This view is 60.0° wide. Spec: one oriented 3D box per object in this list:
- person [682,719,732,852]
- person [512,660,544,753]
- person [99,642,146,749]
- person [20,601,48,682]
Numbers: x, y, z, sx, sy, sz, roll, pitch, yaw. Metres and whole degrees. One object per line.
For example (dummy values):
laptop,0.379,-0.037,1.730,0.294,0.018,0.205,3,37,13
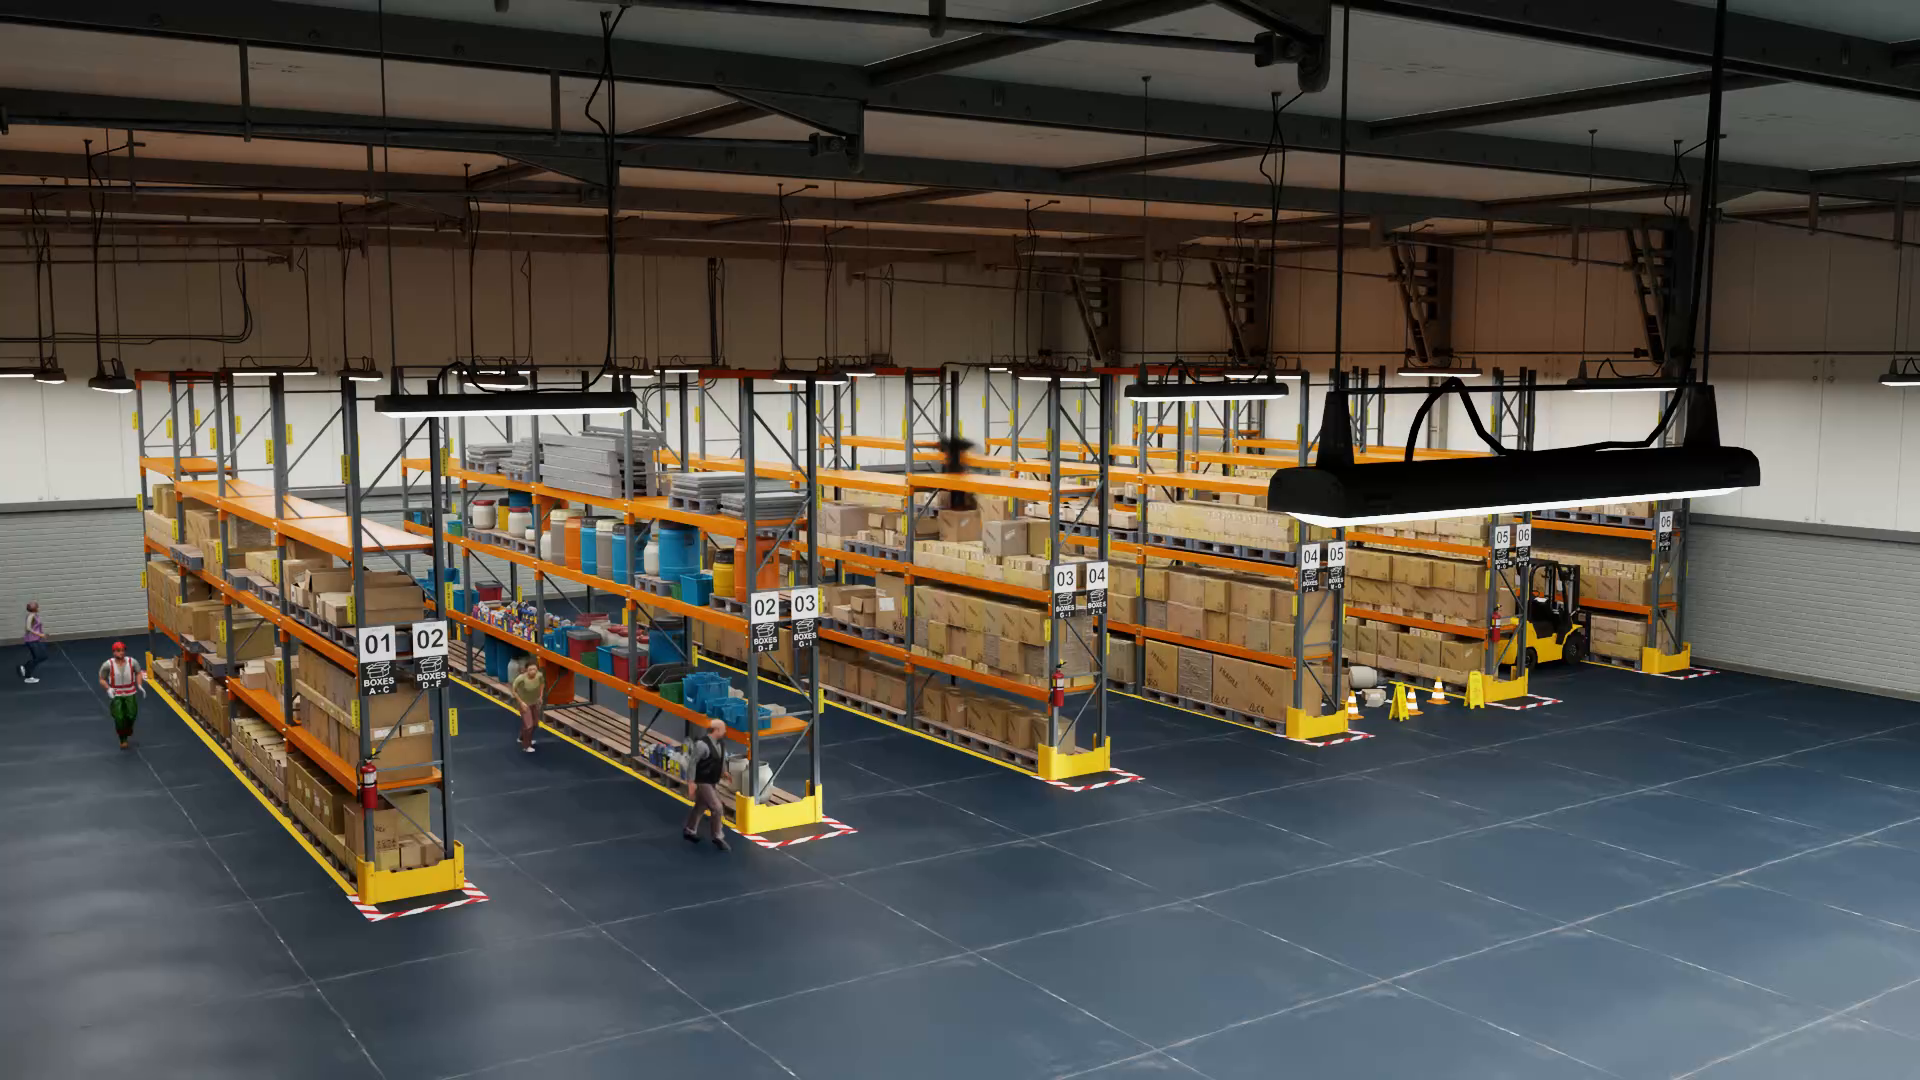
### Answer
person,-3.269,3.156,21.207,0.765,1.602,0.640,3,7,23
person,-6.866,2.601,26.379,0.818,1.529,0.625,5,8,40
person,-13.410,2.473,26.631,0.659,1.729,0.644,-4,8,-33
person,-17.900,1.965,32.141,0.500,1.510,0.574,-2,7,-19
